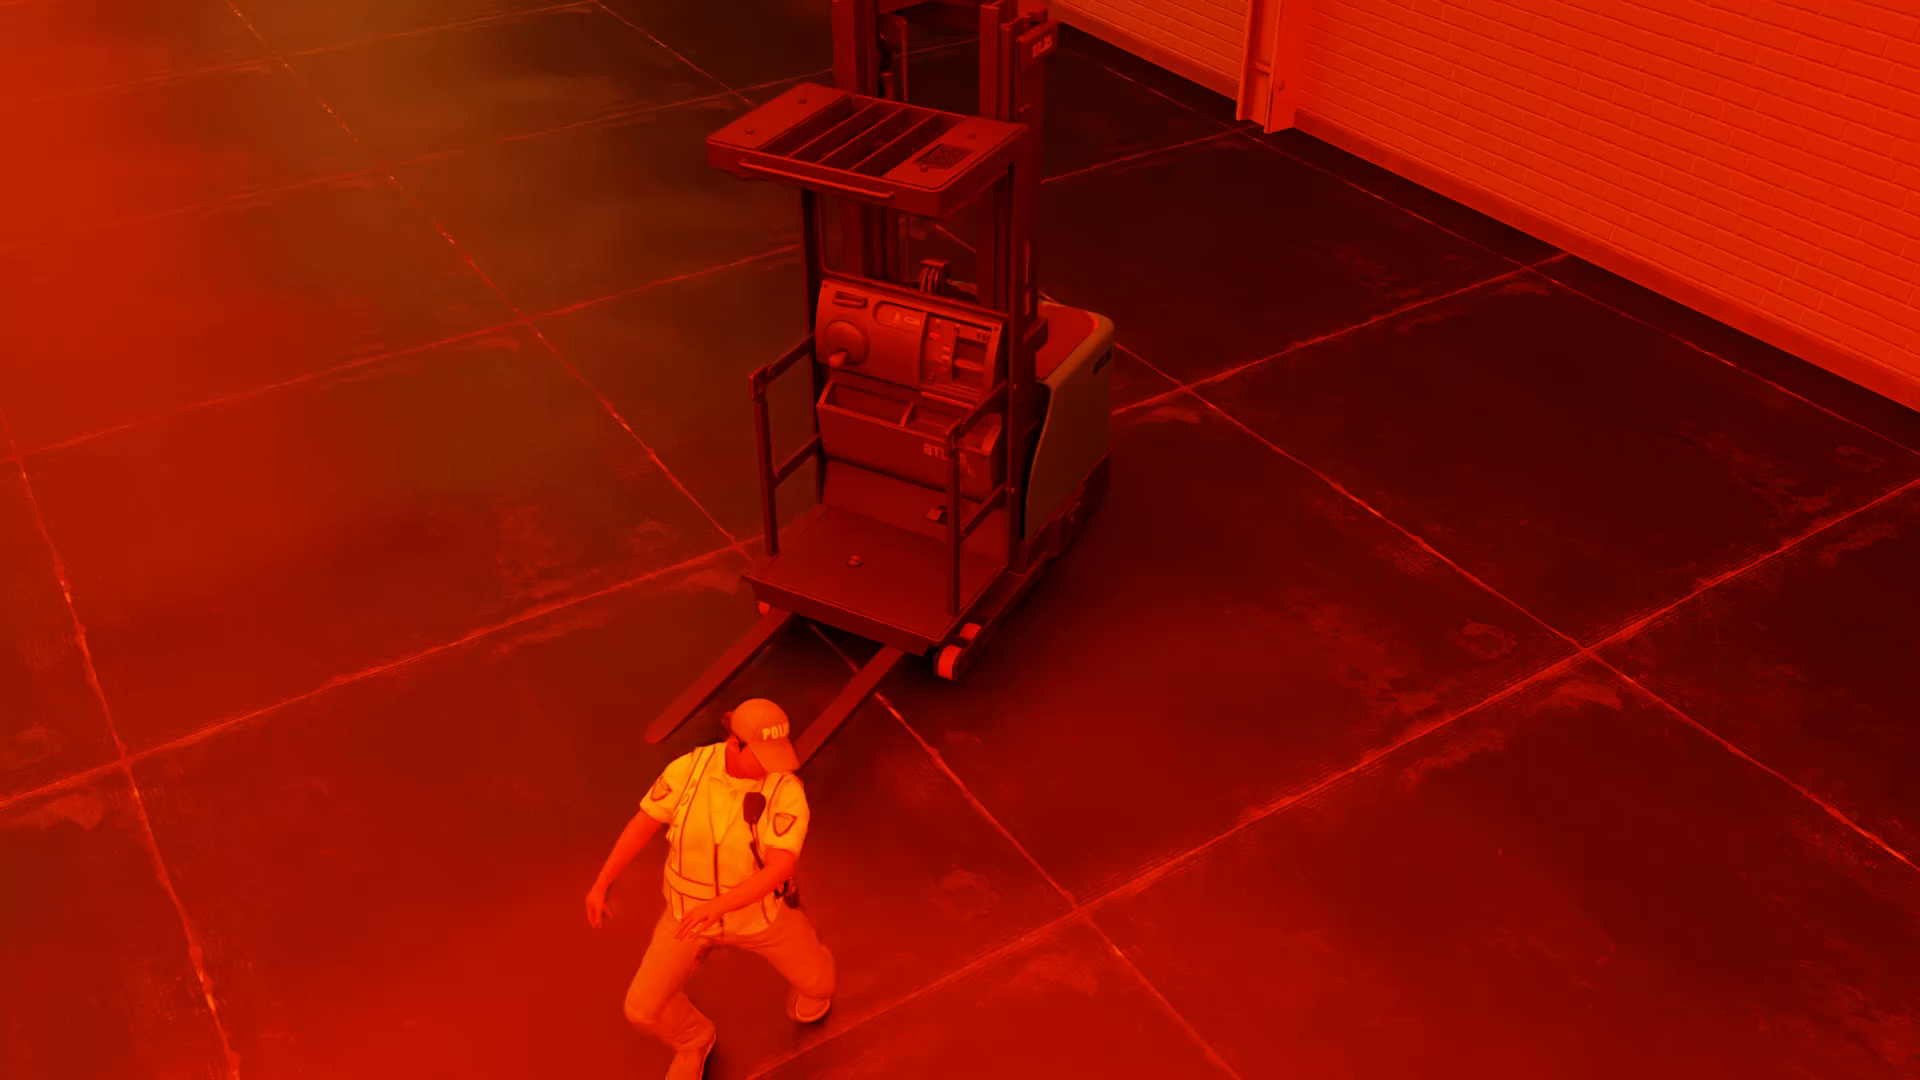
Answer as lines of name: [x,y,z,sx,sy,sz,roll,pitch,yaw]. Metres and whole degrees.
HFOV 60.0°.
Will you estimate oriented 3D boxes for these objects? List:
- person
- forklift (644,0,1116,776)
person: [-0.839,1.250,5.591,0.811,1.507,0.784,-1,35,-1]
forklift: [-0.339,-0.840,7.343,1.130,2.935,3.031,17,39,23]
